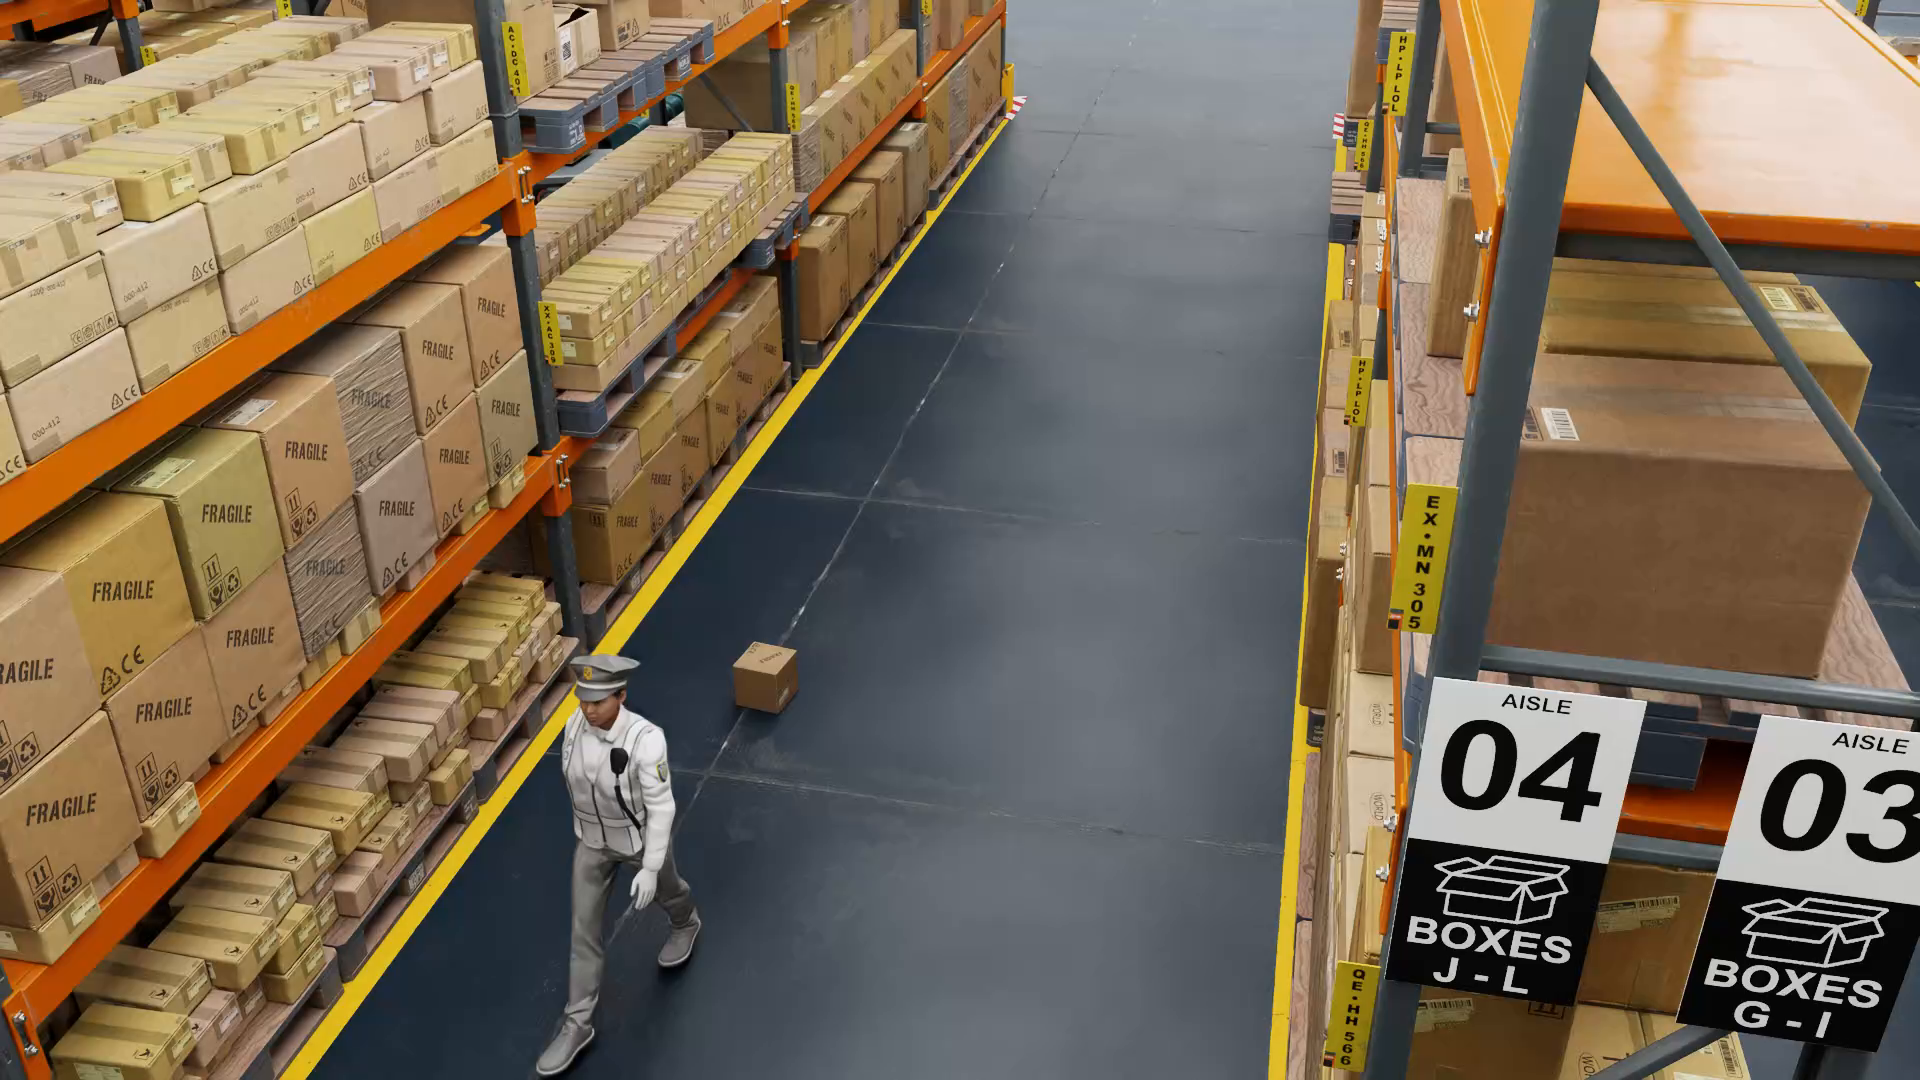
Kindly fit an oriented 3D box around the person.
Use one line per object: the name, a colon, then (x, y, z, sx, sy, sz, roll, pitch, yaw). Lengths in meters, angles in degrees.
person: (-1.331, 1.182, 6.418, 0.504, 1.631, 0.982, 8, 30, 15)
